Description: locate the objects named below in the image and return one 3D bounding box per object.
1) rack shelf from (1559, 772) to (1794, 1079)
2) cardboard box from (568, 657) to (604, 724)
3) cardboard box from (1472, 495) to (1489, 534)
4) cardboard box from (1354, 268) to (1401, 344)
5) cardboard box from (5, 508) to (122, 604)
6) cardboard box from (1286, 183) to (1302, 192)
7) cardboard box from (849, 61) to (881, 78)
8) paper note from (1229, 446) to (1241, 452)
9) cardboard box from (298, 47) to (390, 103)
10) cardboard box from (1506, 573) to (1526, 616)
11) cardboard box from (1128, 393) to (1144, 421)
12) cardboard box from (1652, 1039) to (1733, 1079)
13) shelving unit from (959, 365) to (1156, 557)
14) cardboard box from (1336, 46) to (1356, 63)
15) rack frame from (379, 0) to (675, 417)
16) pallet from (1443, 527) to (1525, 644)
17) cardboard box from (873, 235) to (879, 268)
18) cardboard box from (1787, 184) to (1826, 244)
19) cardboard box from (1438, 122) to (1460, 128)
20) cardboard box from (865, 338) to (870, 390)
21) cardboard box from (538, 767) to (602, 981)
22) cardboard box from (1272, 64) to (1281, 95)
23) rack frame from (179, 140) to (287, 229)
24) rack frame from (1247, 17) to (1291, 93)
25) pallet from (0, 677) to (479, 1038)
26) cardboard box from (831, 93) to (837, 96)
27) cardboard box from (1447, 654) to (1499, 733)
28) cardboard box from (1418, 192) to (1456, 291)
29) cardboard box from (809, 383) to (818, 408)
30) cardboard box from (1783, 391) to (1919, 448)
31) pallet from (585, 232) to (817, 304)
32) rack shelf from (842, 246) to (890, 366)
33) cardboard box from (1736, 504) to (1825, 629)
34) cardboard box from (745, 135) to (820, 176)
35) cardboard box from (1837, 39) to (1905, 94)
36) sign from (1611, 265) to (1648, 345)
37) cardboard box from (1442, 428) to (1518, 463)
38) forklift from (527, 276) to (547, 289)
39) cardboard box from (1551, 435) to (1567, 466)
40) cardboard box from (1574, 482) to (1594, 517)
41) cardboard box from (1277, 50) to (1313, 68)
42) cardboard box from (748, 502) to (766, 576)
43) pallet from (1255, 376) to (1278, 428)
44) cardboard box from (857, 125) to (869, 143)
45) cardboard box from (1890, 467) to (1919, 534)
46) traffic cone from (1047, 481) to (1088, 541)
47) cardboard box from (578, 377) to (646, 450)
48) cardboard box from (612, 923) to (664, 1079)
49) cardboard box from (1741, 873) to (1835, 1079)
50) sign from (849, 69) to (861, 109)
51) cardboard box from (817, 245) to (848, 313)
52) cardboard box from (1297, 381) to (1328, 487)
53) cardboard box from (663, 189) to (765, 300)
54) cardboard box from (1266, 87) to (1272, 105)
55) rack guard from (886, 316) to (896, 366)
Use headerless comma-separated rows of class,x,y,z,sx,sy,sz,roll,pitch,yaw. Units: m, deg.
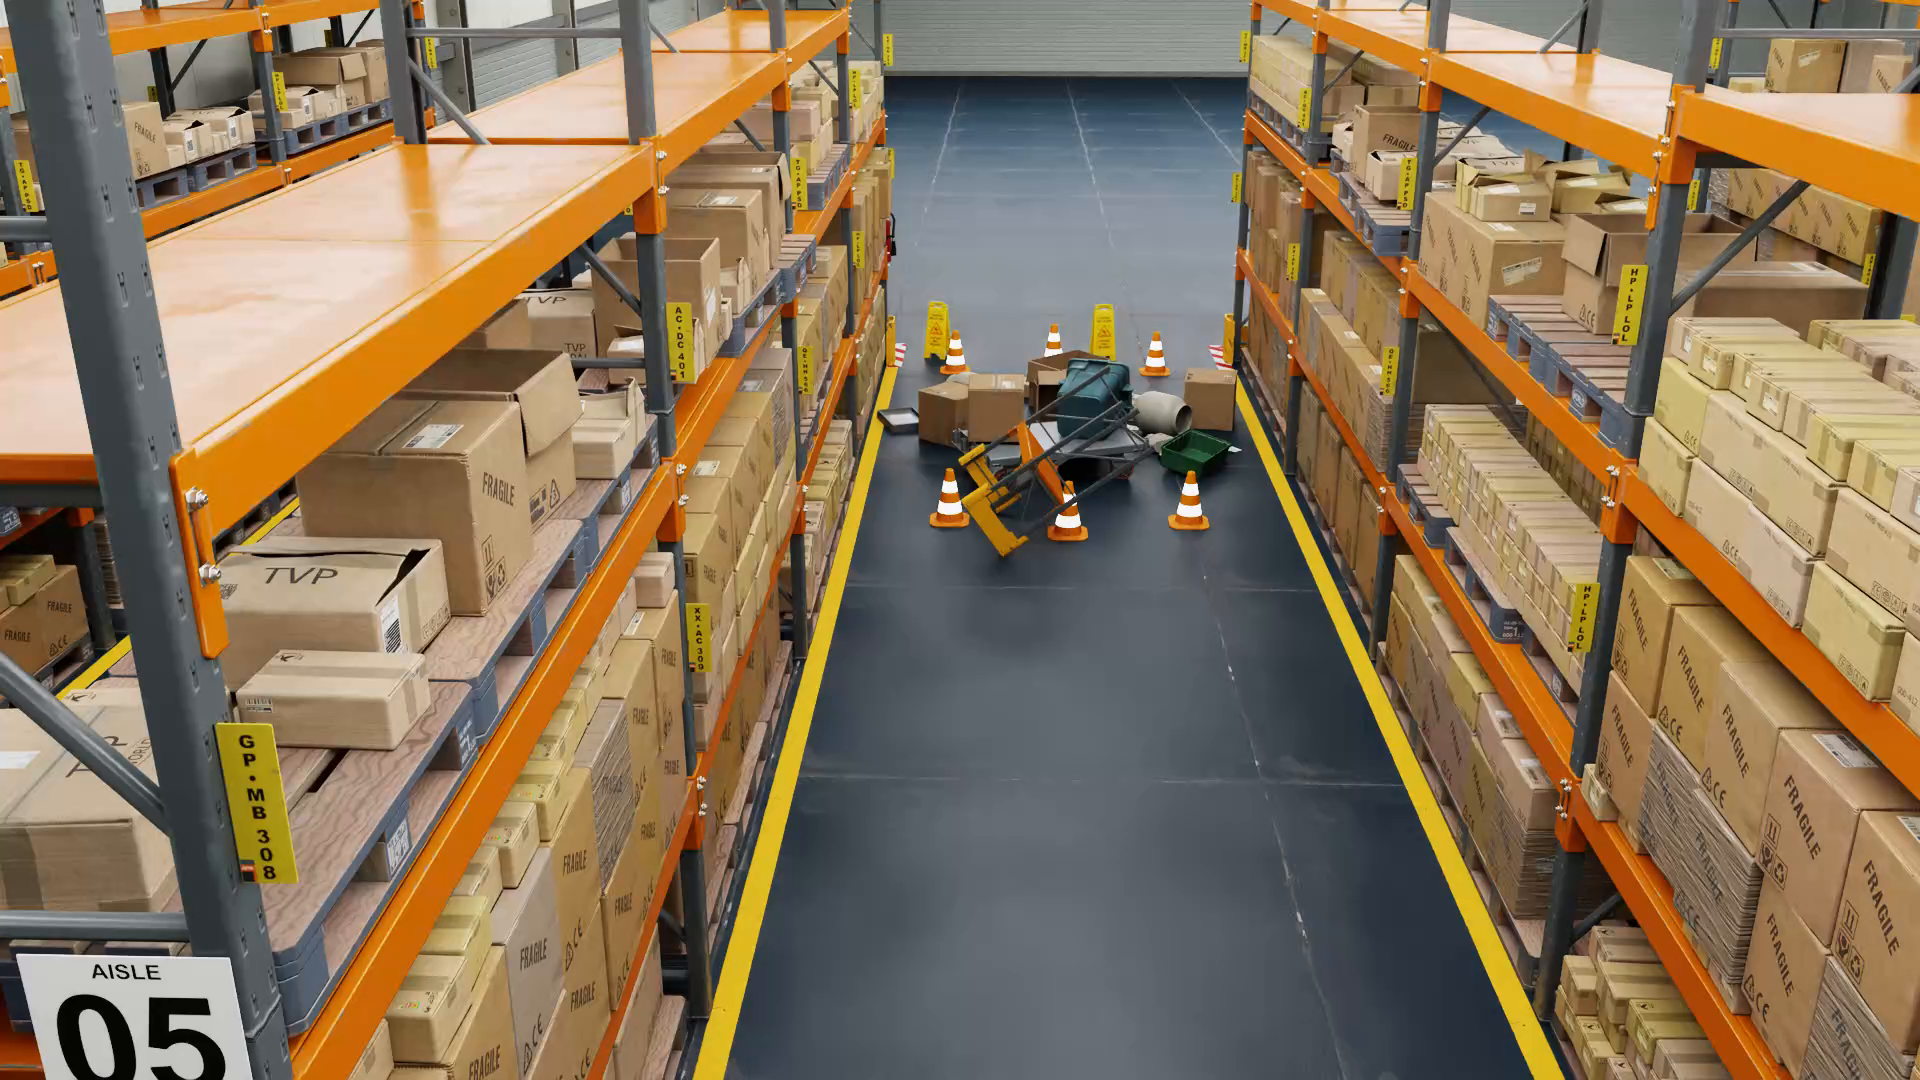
rack shelf,3.196,1.940,5.670,1.077,0.370,4.000,1,21,2
cardboard box,-1.480,0.530,5.892,0.380,0.149,0.250,0,21,1
cardboard box,3.125,-0.144,9.402,0.380,0.149,0.250,0,21,1
cardboard box,3.445,-1.793,12.776,0.700,0.500,0.500,0,21,1
cardboard box,-6.501,0.050,12.249,0.875,0.625,0.625,1,21,3
cardboard box,3.600,-3.111,15.994,0.875,0.550,0.550,1,21,2
cardboard box,-1.044,-5.003,17.667,0.380,0.149,0.250,1,21,2
paper note,2.616,-0.880,16.047,0.147,0.020,0.142,-16,26,-35
cardboard box,-6.191,-4.684,16.743,0.700,0.500,0.500,1,21,2
cardboard box,3.099,0.282,8.716,0.380,0.149,0.250,0,21,-1
cardboard box,1.712,-1.378,17.007,0.396,0.266,0.258,4,22,11
cardboard box,3.028,2.145,6.685,0.380,0.149,0.250,0,21,0
shelving unit,0.783,-0.681,13.714,1.500,0.587,1.083,-33,19,11
cardboard box,3.912,-4.767,16.342,0.380,0.149,0.250,0,21,1
rack frame,-1.694,-1.933,6.364,1.000,3.000,0.127,1,21,2
pallet,3.359,0.241,9.320,1.003,0.211,1.213,1,21,2
cardboard box,-1.109,-3.099,17.114,0.500,0.500,0.500,1,21,1
cardboard box,8.224,-3.098,15.730,0.500,0.500,0.500,1,21,2
cardboard box,3.683,-3.133,13.092,0.500,0.250,0.500,0,21,1
cardboard box,-1.158,-1.696,16.231,0.500,0.500,0.500,1,21,4
cardboard box,-1.485,1.073,5.389,0.500,0.500,0.500,1,21,2
cardboard box,3.306,-4.448,16.069,0.500,0.250,0.500,1,21,1
rack frame,-6.412,-2.082,15.042,1.000,3.000,0.127,1,21,2
rack frame,3.622,-6.254,17.500,1.000,3.000,0.127,1,21,2
pallet,-1.803,0.685,3.887,1.003,0.211,1.213,1,21,2
cardboard box,-1.136,-3.886,14.790,0.380,0.149,0.250,1,21,3
cardboard box,3.058,0.853,9.317,0.500,0.250,0.500,0,21,-1
cardboard box,3.095,-1.806,10.045,0.500,0.500,0.500,1,21,2
cardboard box,-1.251,-1.076,12.216,0.380,0.149,0.250,1,21,2
cardboard box,2.972,-0.387,5.491,0.380,0.149,0.250,0,21,0
pallet,-1.539,-1.660,10.067,1.213,0.211,1.003,2,21,4
rack shelf,-1.390,-2.417,16.898,1.077,0.370,4.000,1,21,2
cardboard box,2.937,0.087,5.512,0.500,0.250,0.500,2,21,4
cardboard box,-1.361,-2.973,12.818,0.500,0.250,0.500,1,21,2
cardboard box,8.782,-4.620,16.194,0.500,0.500,0.500,1,21,2
sign,2.702,-0.946,6.708,0.100,0.325,0.005,1,21,2
cardboard box,3.153,-0.570,10.088,0.380,0.149,0.250,1,21,1
forklift,-3.408,-0.776,11.771,1.130,2.935,3.031,-8,22,-19
cardboard box,3.804,-0.553,10.045,0.380,0.149,0.250,1,21,3
cardboard box,3.789,-0.226,9.614,0.380,0.149,0.250,0,21,1
cardboard box,3.239,-4.591,15.888,0.380,0.149,0.250,1,21,2
cardboard box,-1.356,-0.009,9.216,0.500,0.250,0.500,0,21,0
pallet,3.636,-1.427,17.209,1.003,0.211,1.213,1,21,2
cardboard box,-1.069,-3.885,15.890,0.380,0.149,0.250,0,21,1
cardboard box,2.921,-0.099,4.749,0.380,0.149,0.250,0,21,0
traffic cone,0.902,-0.266,13.869,0.336,0.463,0.334,1,21,2
cardboard box,-1.393,-0.480,6.233,0.396,0.266,0.258,1,21,3
cardboard box,-1.820,2.088,7.255,0.875,0.438,0.875,0,21,1
cardboard box,2.944,1.428,5.447,0.500,0.500,0.500,2,21,4
sign,-0.896,-3.847,14.185,0.100,0.325,0.005,1,21,2
cardboard box,-1.235,-2.240,14.319,0.500,0.500,0.500,0,21,1
cardboard box,3.571,-0.932,14.608,1.050,0.750,0.750,1,21,1
cardboard box,-1.336,-1.583,8.890,0.500,0.500,0.500,1,21,2
cardboard box,3.253,-4.404,16.508,0.380,0.149,0.250,0,21,1
rack guard,-1.331,-2.282,19.013,1.175,0.500,0.348,1,21,2
